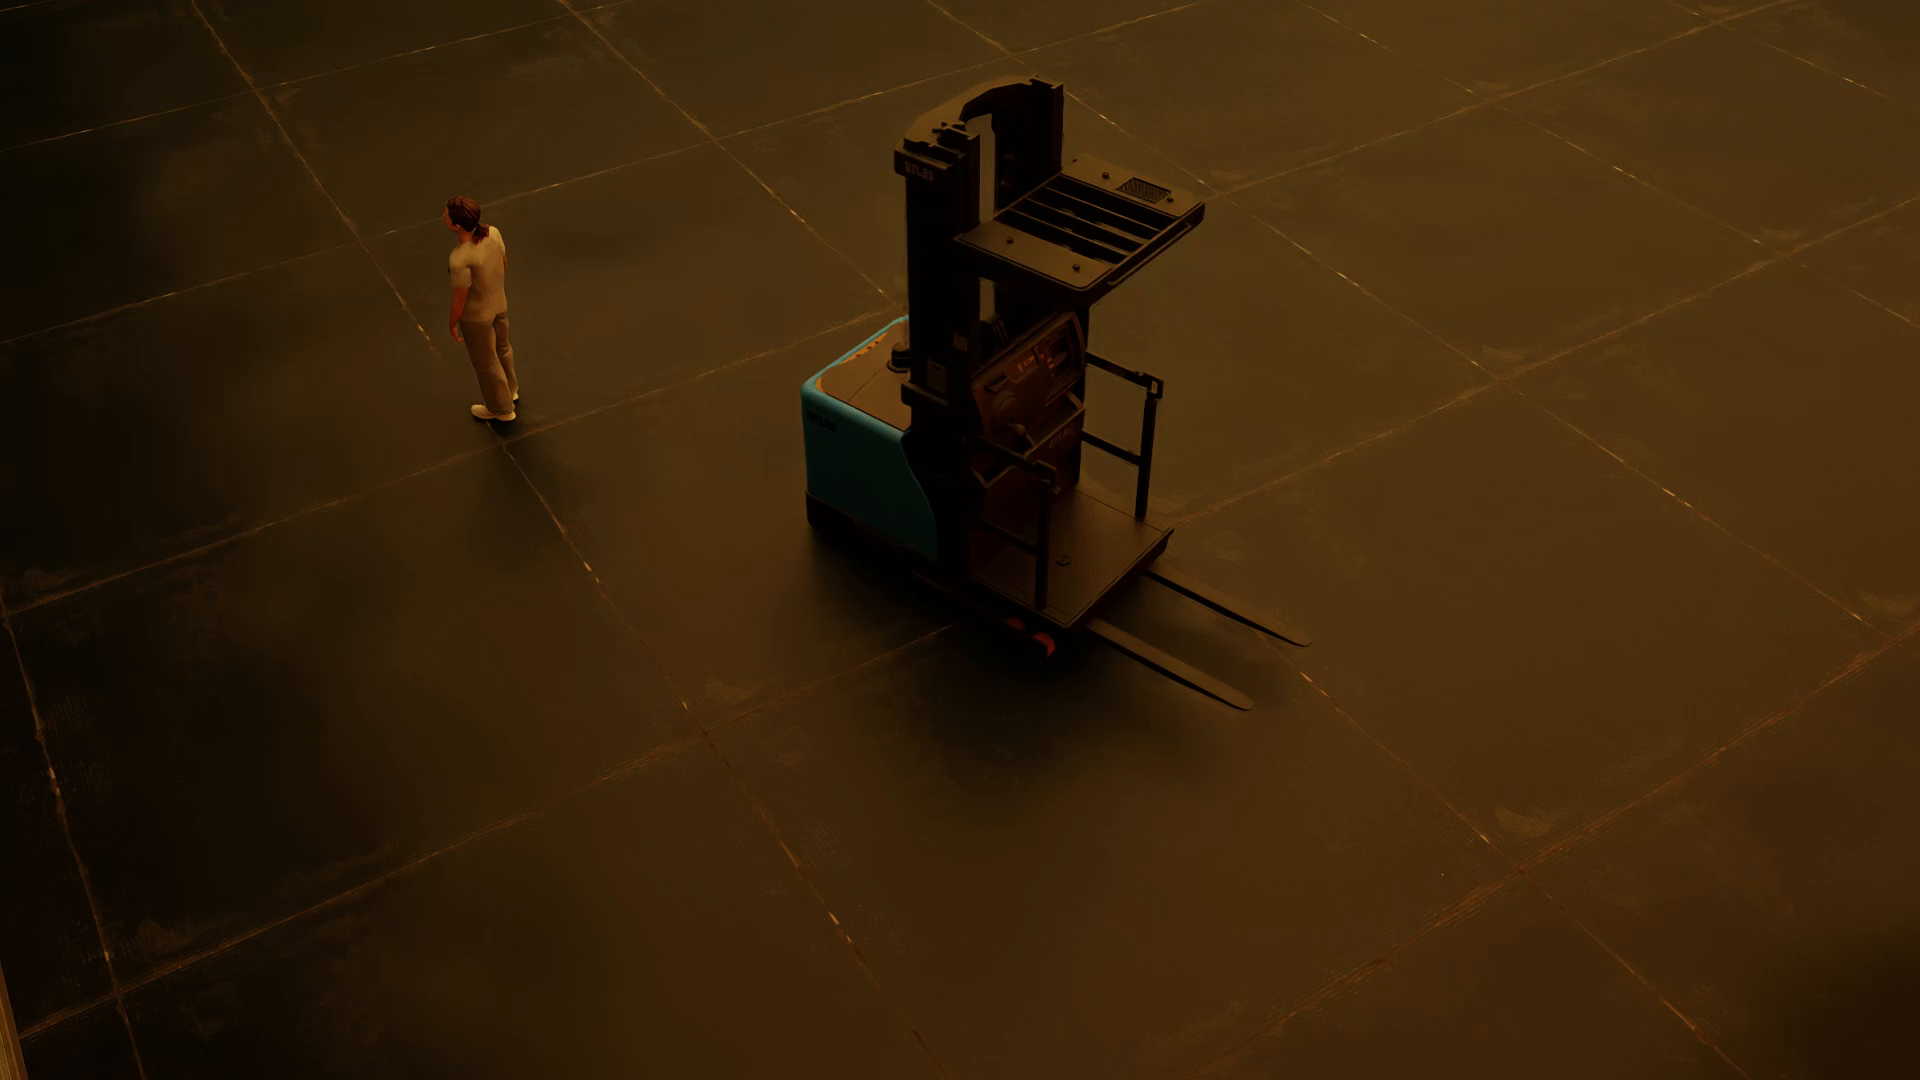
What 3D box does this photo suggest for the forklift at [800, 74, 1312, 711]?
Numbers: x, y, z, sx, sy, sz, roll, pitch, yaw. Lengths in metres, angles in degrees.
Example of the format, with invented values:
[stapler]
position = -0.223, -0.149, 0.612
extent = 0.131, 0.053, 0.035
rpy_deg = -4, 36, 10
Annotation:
[forklift]
position = 0.538, -0.826, 8.817
extent = 3.031, 2.935, 1.130
rpy_deg = 27, 48, 28

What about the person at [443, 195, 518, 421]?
[person]
position = -3.069, -1.464, 10.490
extent = 0.549, 1.674, 0.549
rpy_deg = 16, 44, 18
